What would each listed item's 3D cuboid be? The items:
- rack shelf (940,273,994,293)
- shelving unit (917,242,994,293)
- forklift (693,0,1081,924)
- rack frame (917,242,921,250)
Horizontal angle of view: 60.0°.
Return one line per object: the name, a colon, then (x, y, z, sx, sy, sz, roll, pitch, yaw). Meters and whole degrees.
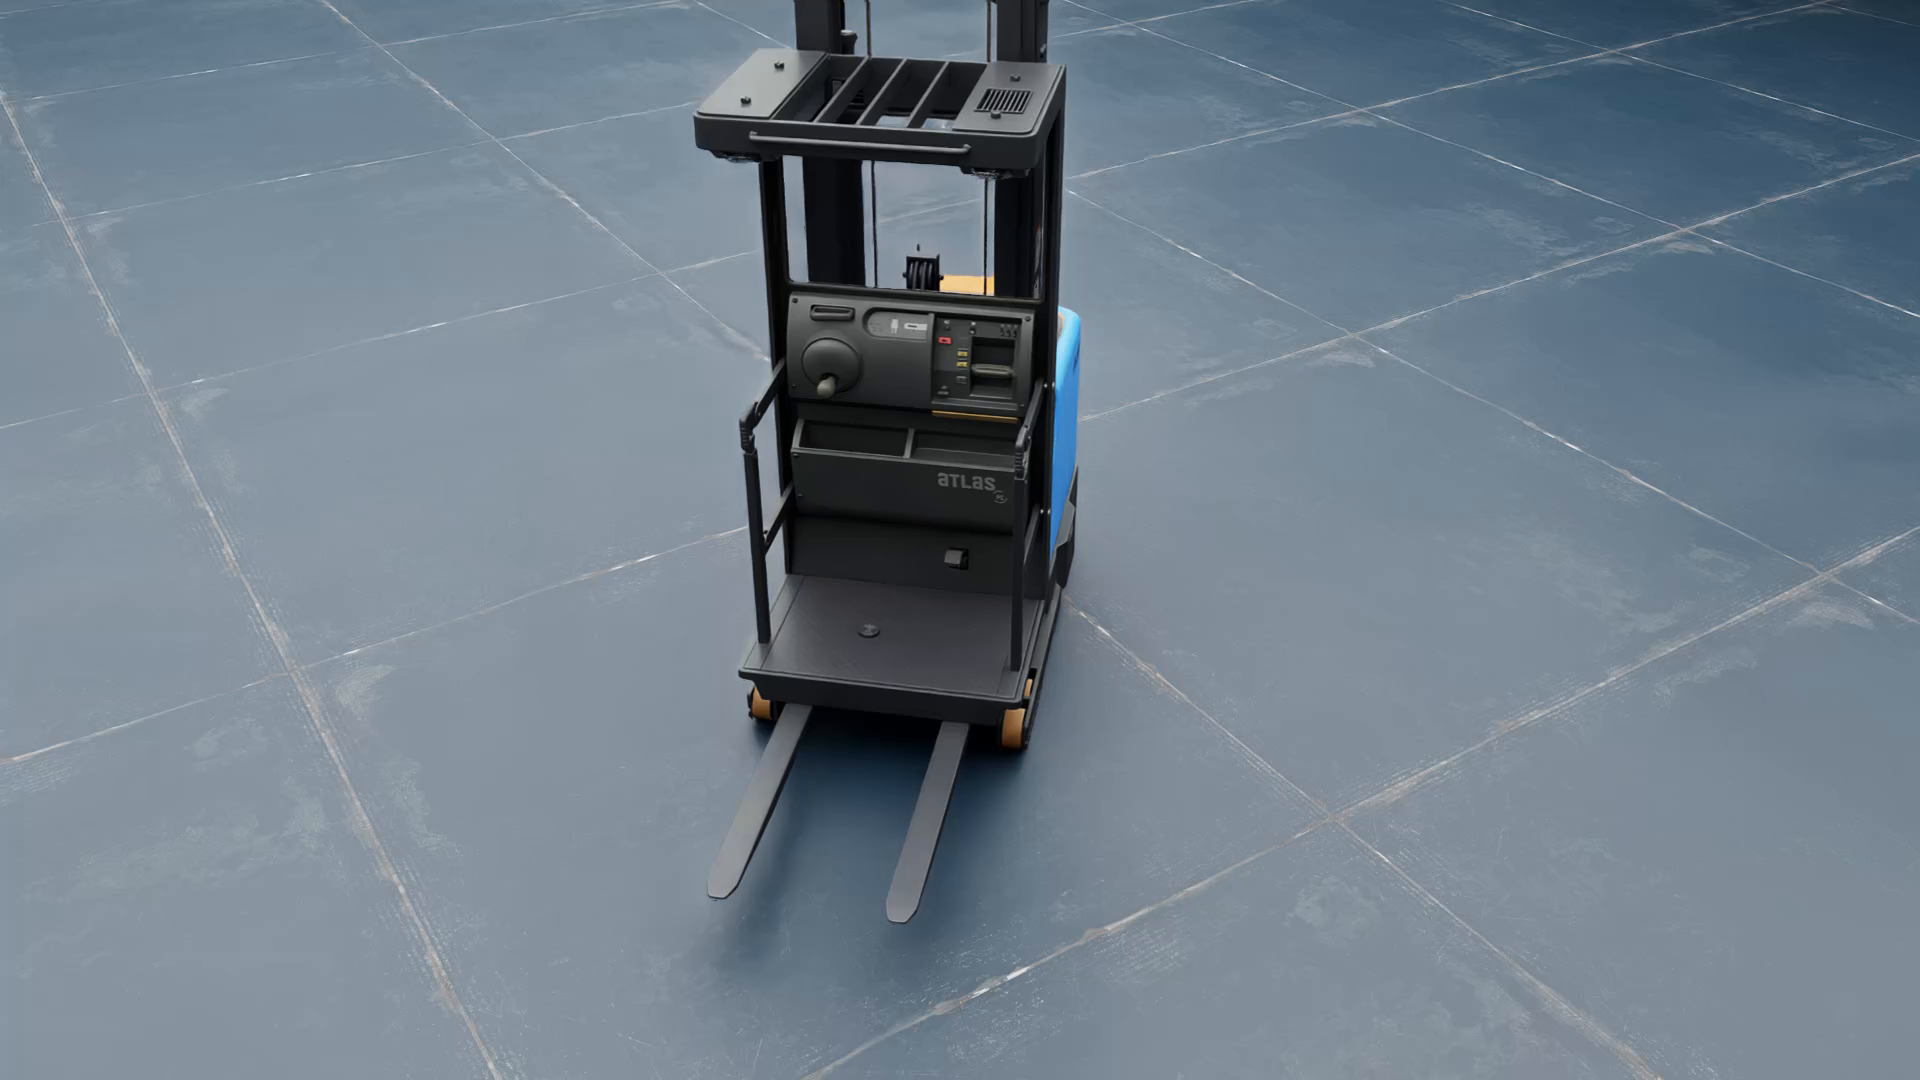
rack shelf: (0.034, -1.114, 7.655, 0.480, 0.148, 0.258, 5, 33, 8)
shelving unit: (0.034, -0.782, 7.865, 0.503, 1.200, 0.258, 5, 33, 8)
forklift: (-0.226, -0.640, 6.017, 1.130, 2.935, 3.031, 6, 33, 9)
rack frame: (-0.207, -0.804, 7.901, 0.015, 1.200, 0.240, 5, 33, 8)
